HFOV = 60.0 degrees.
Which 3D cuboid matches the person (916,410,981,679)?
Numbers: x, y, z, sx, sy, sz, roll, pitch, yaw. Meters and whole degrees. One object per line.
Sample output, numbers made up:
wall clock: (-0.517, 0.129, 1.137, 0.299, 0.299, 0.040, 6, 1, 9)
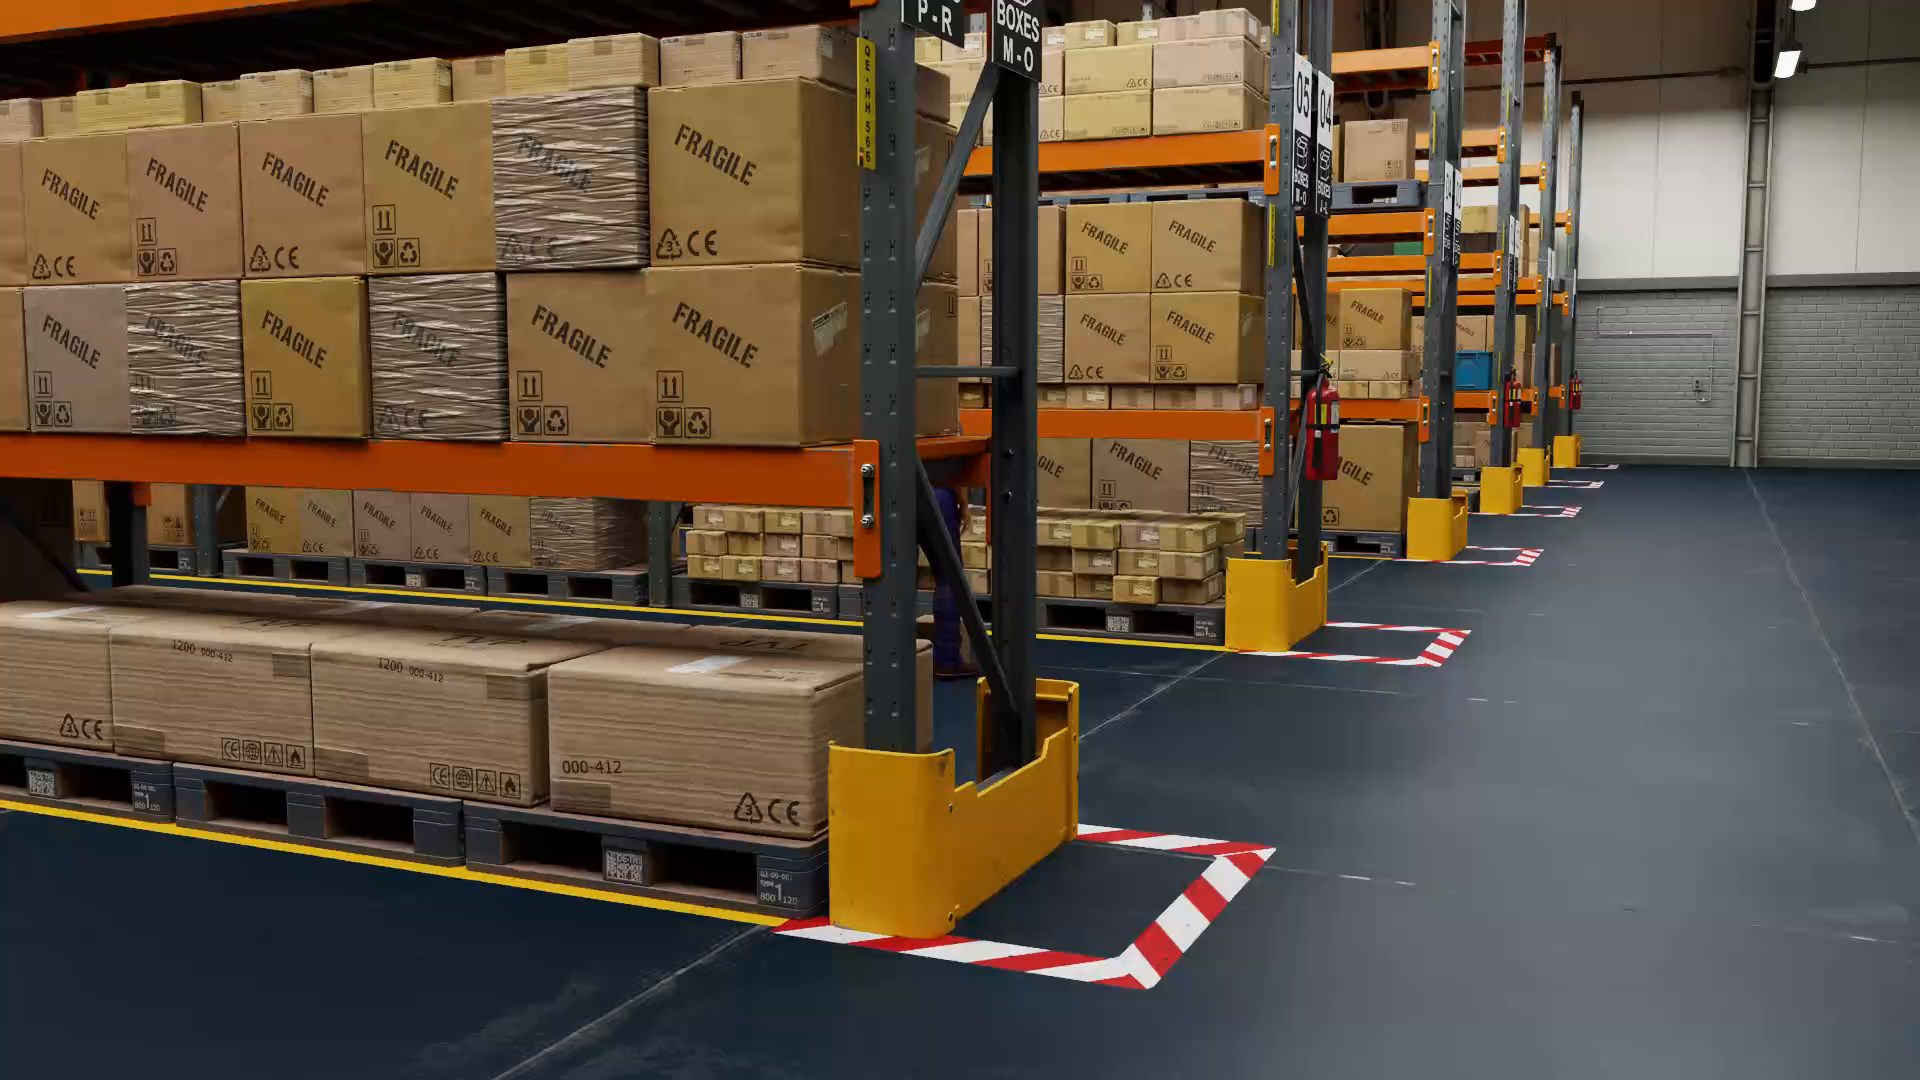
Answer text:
person: (-0.186, -0.146, 8.283, 0.541, 1.652, 0.413, 2, 6, 24)
